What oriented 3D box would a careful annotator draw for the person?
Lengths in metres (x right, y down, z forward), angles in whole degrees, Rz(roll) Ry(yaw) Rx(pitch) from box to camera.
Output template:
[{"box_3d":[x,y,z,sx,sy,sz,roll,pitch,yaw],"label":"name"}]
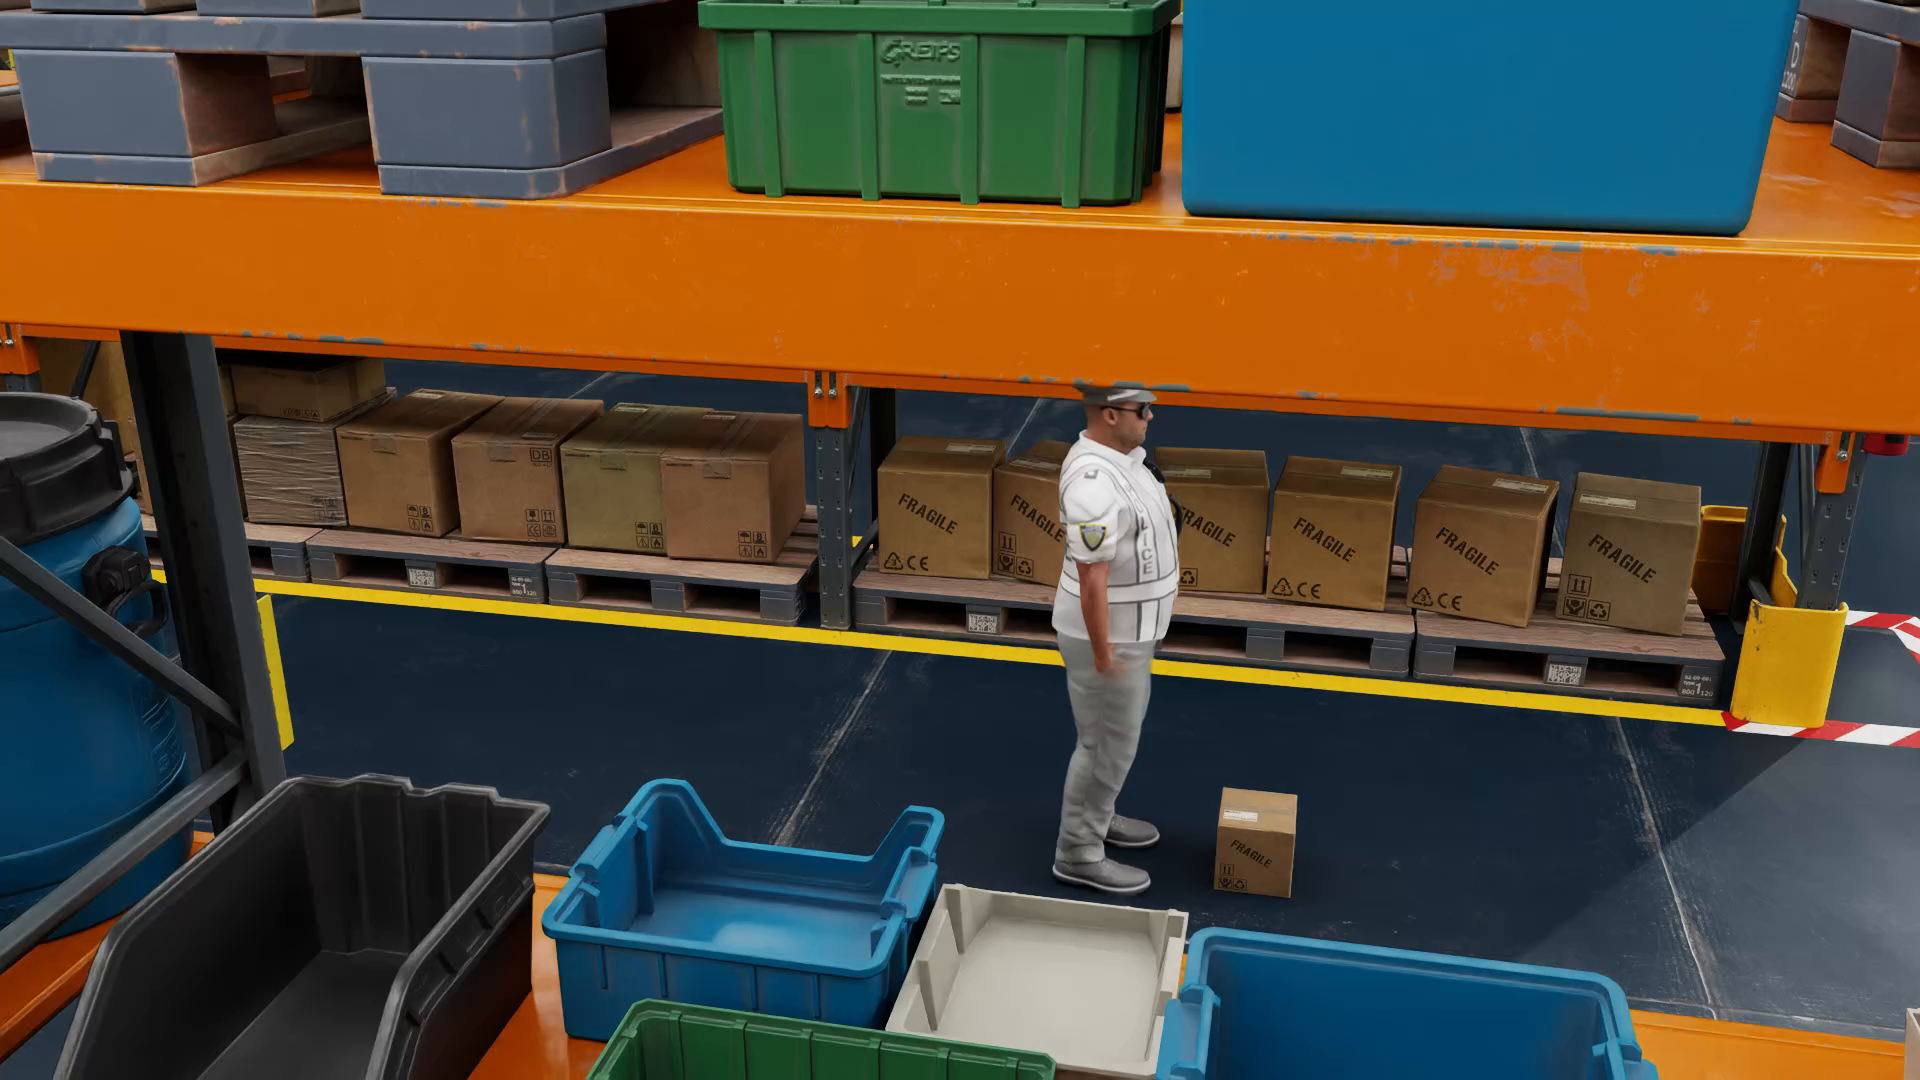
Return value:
[{"box_3d":[0.504,0.267,5.390,0.393,1.760,0.527,5,22,12],"label":"person"}]
